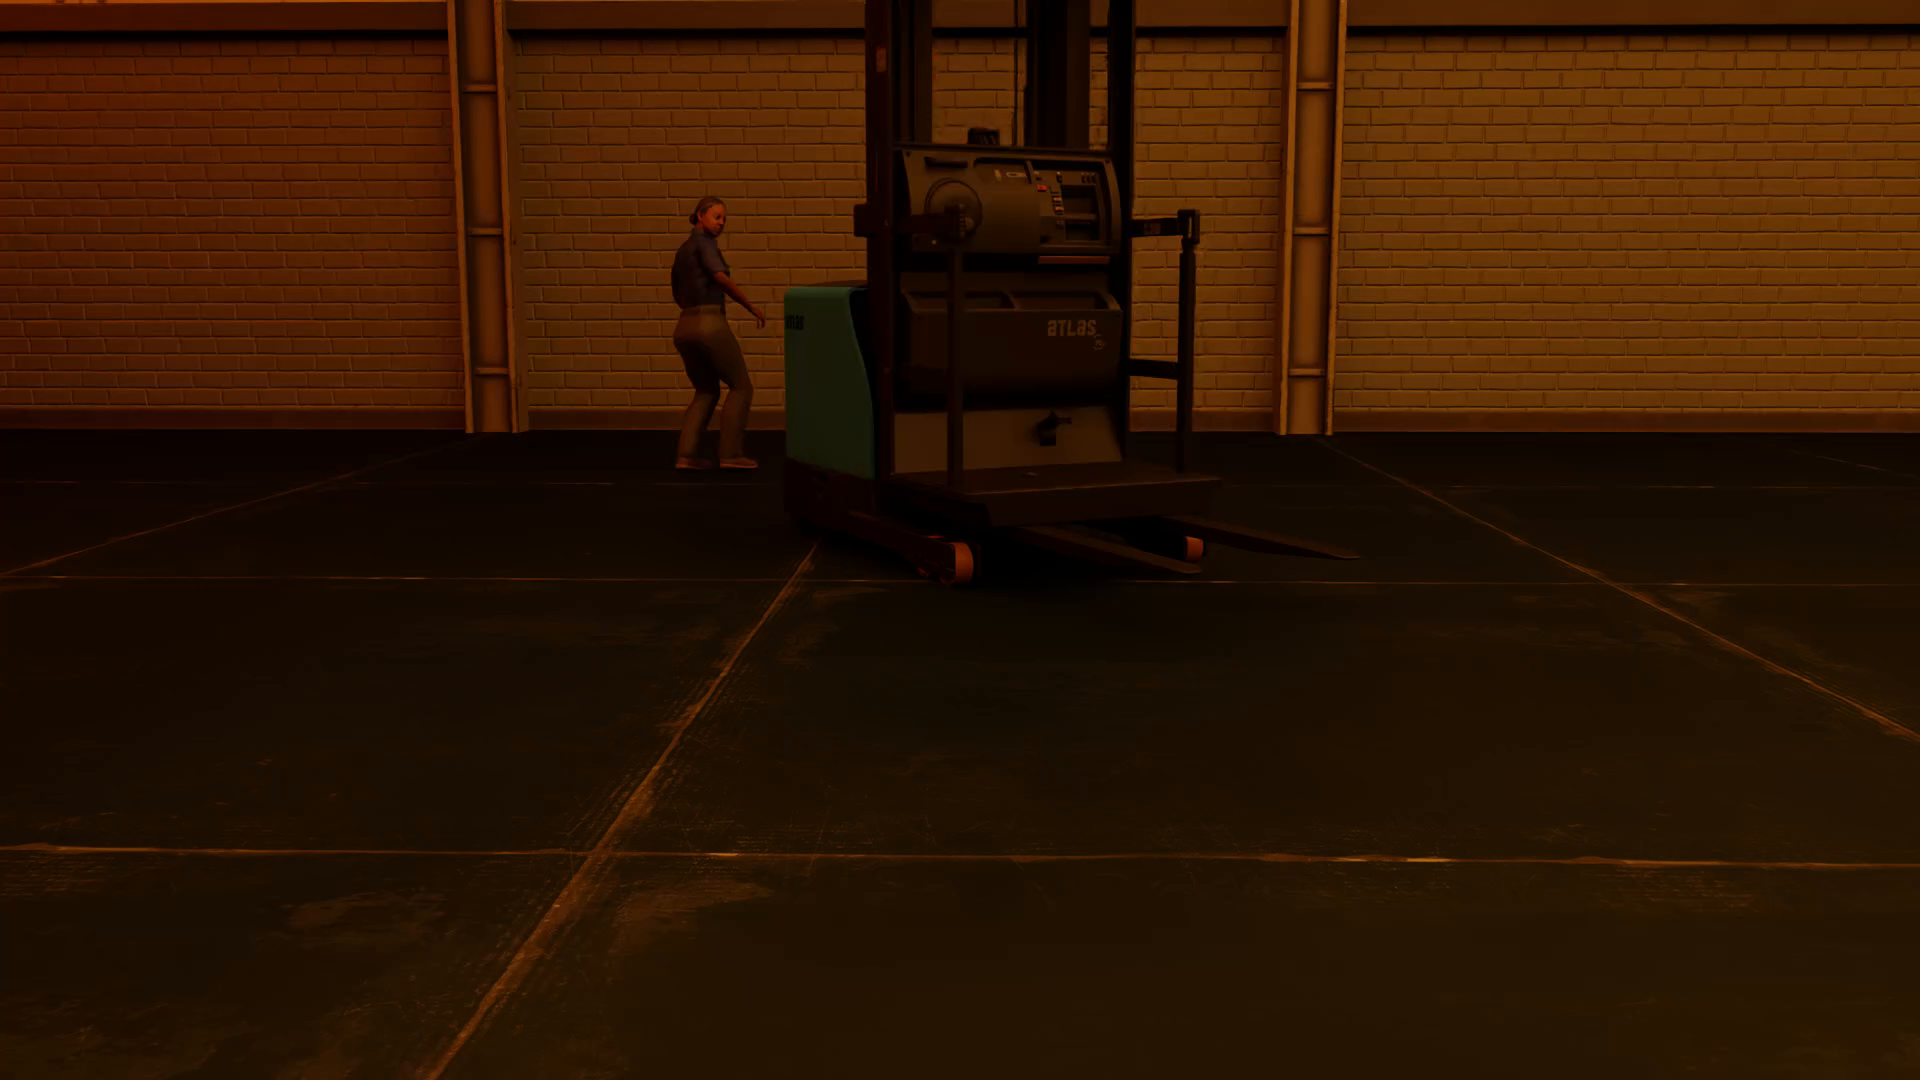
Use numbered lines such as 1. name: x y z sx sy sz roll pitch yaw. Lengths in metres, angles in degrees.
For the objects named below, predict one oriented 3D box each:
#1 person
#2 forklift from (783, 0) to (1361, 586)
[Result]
1. person: -1.458 -1.198 9.749 0.471 1.609 0.678 -8 12 -41
2. forklift: 0.305 -1.356 6.299 1.130 2.935 3.031 -4 10 -26
